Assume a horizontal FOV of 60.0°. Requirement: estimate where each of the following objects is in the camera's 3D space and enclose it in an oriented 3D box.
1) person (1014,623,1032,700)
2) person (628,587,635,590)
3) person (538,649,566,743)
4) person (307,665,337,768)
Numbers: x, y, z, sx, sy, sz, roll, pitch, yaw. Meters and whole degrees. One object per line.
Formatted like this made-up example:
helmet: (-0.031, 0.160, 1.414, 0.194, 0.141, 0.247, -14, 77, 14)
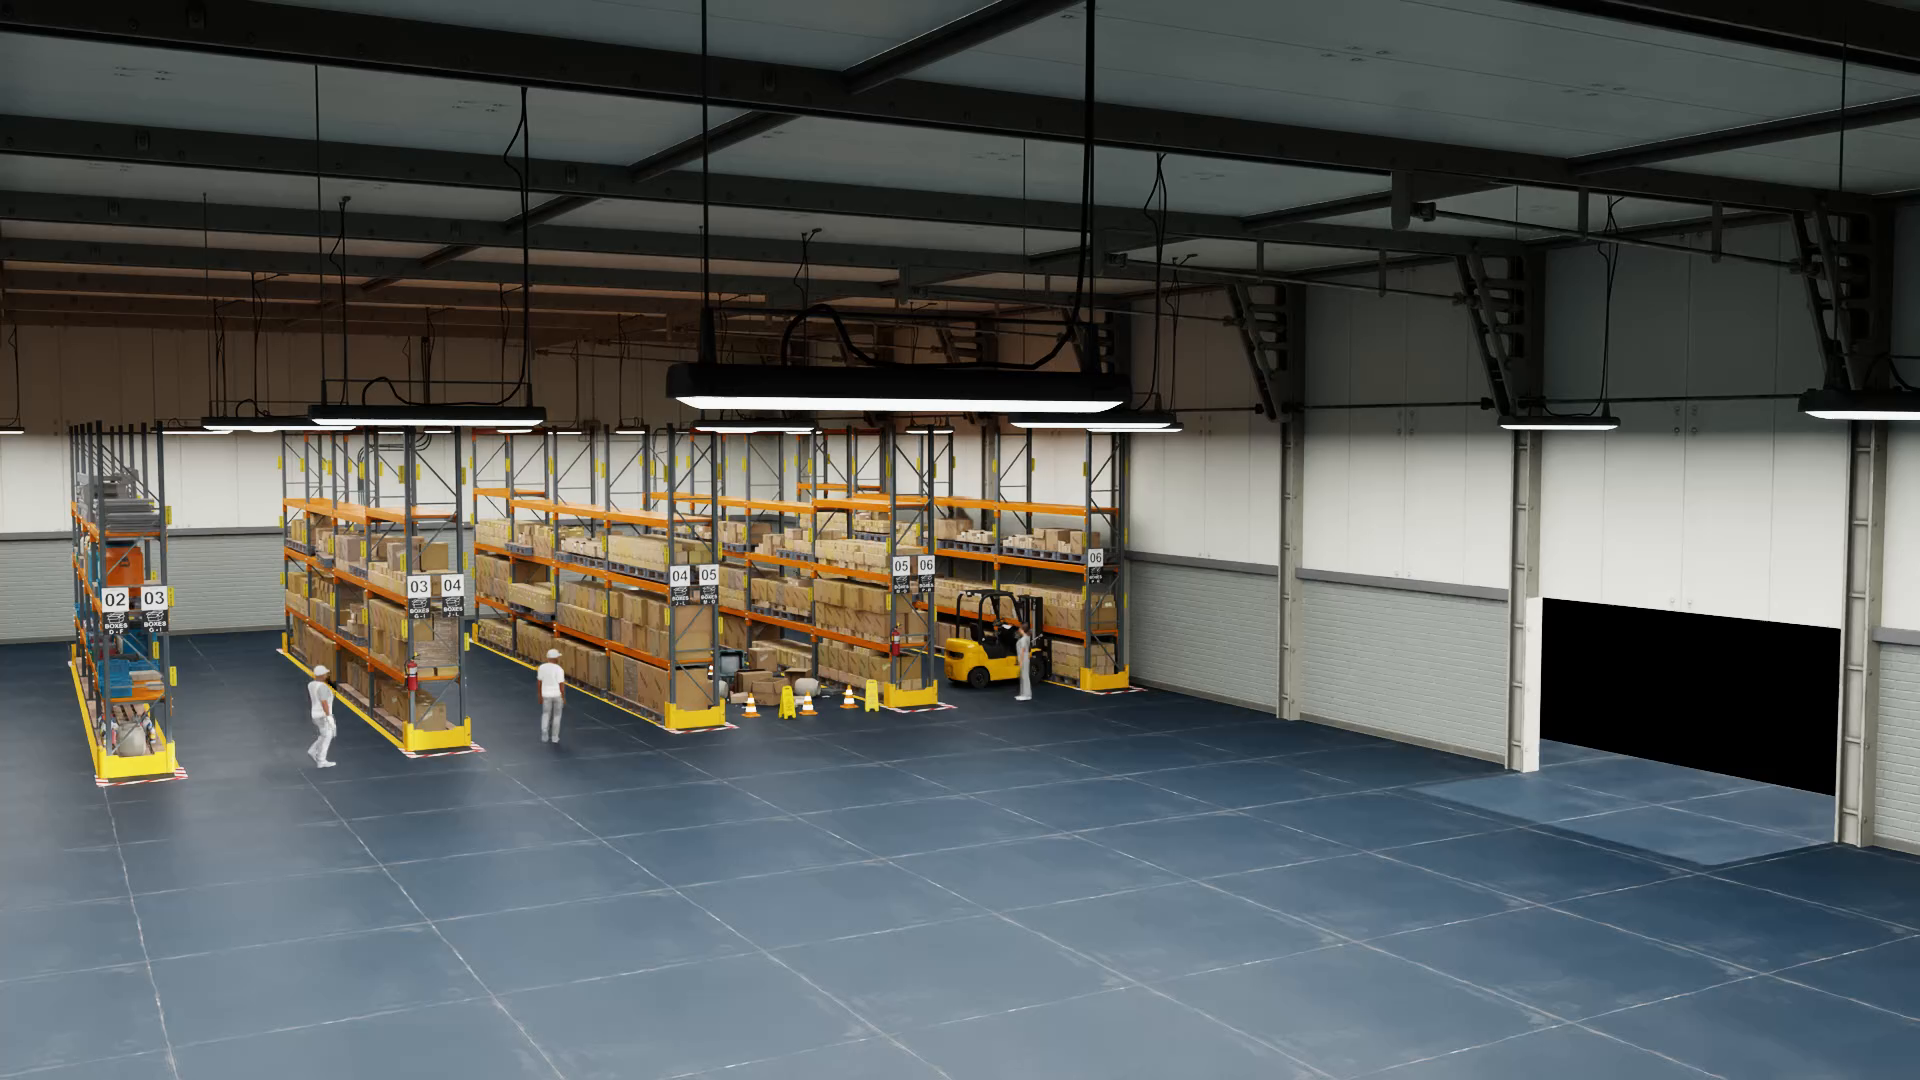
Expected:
person: (1.375, 2.653, 36.216, 0.370, 1.689, 0.469, 0, 4, -5)
person: (-8.625, 2.122, 43.791, 0.585, 1.776, 0.413, 2, 4, 35)
person: (-7.620, 2.914, 31.003, 0.552, 1.758, 0.618, 0, 4, 0)
person: (-11.018, 3.041, 28.713, 0.501, 1.774, 0.563, -2, 4, -25)
